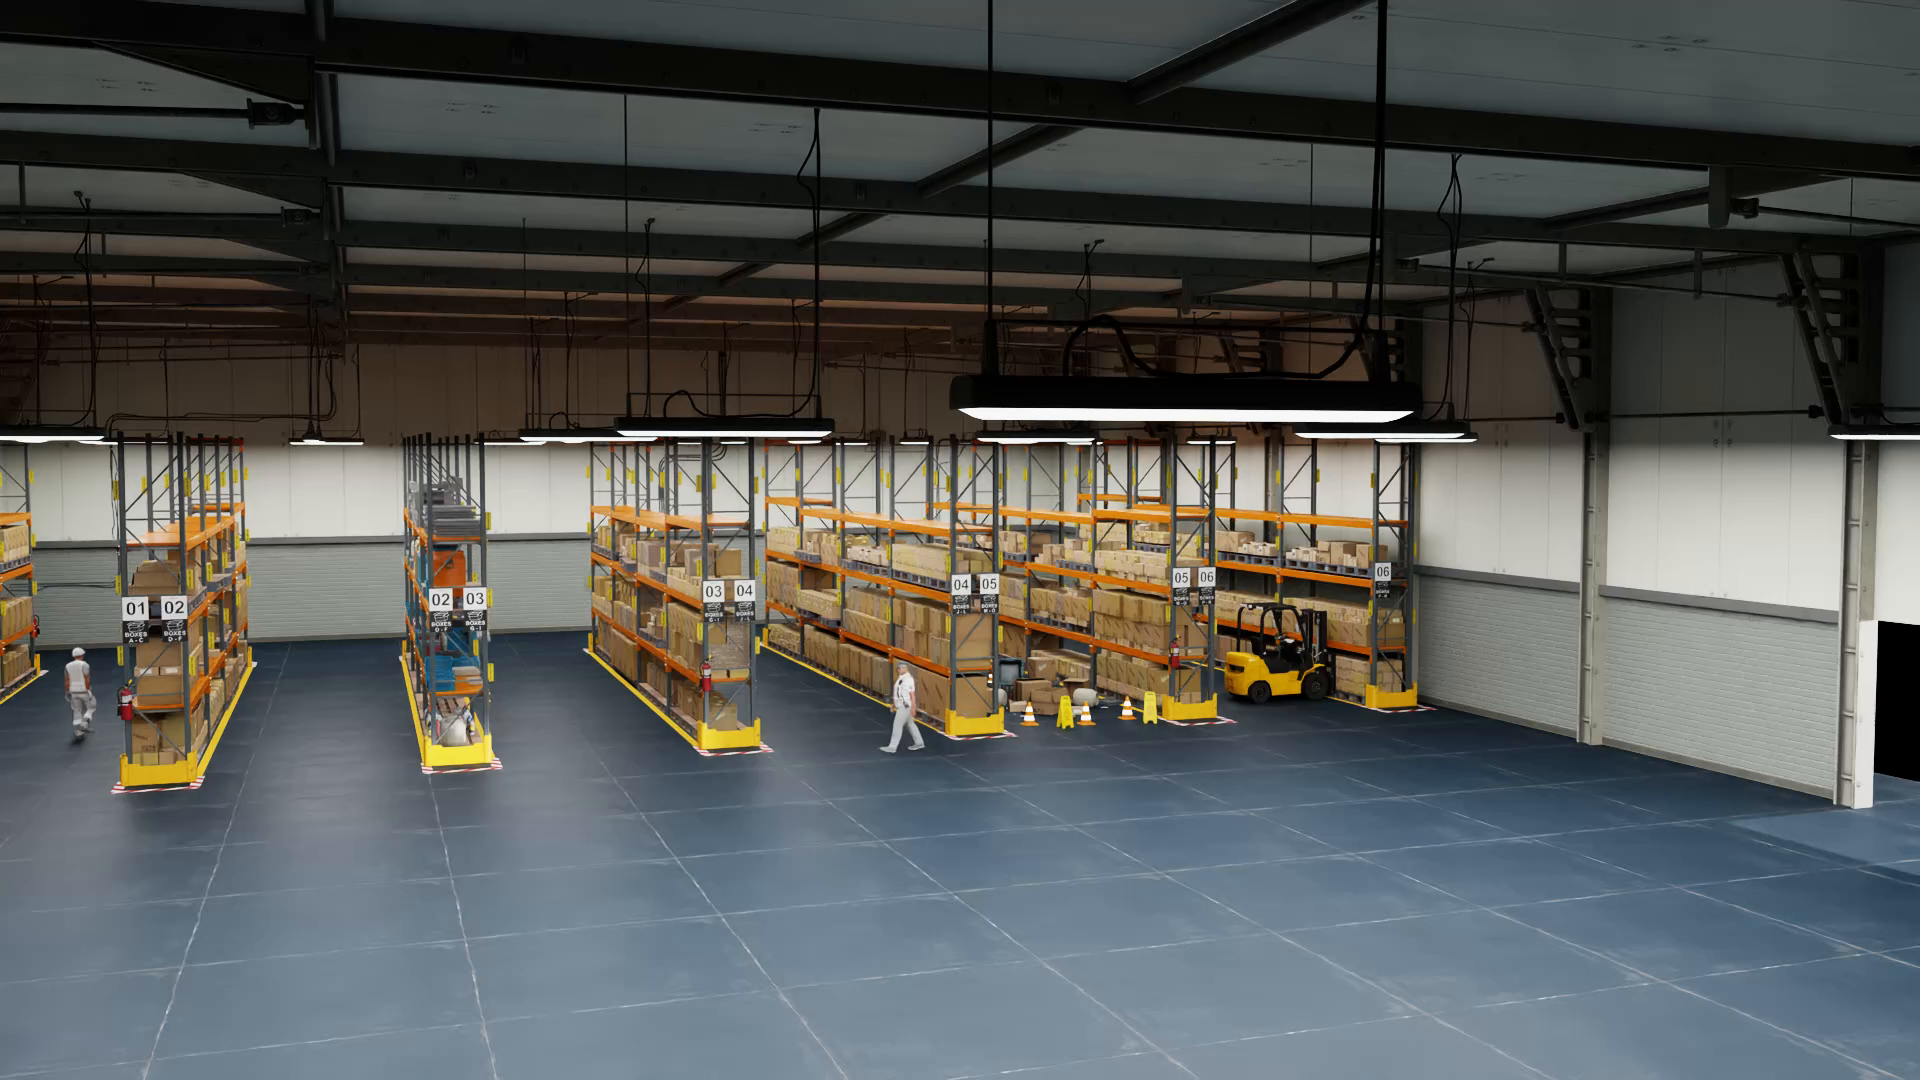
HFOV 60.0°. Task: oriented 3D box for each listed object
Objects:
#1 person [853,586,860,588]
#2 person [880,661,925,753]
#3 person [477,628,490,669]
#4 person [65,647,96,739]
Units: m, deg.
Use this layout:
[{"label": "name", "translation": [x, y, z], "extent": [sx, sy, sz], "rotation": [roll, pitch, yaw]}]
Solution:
[{"label": "person", "translation": [-3.052, 2.185, 49.207], "extent": [0.768, 1.657, 0.509], "rotation": [-1, 3, -9]}, {"label": "person", "translation": [-1.096, 3.125, 31.283], "extent": [0.909, 1.717, 0.550], "rotation": [-1, 3, -11]}, {"label": "person", "translation": [-12.443, 2.510, 42.953], "extent": [0.575, 1.602, 1.050], "rotation": [-2, 4, -35]}, {"label": "person", "translation": [-17.346, 3.012, 32.747], "extent": [0.578, 1.780, 0.539], "rotation": [-1, 3, -9]}]
